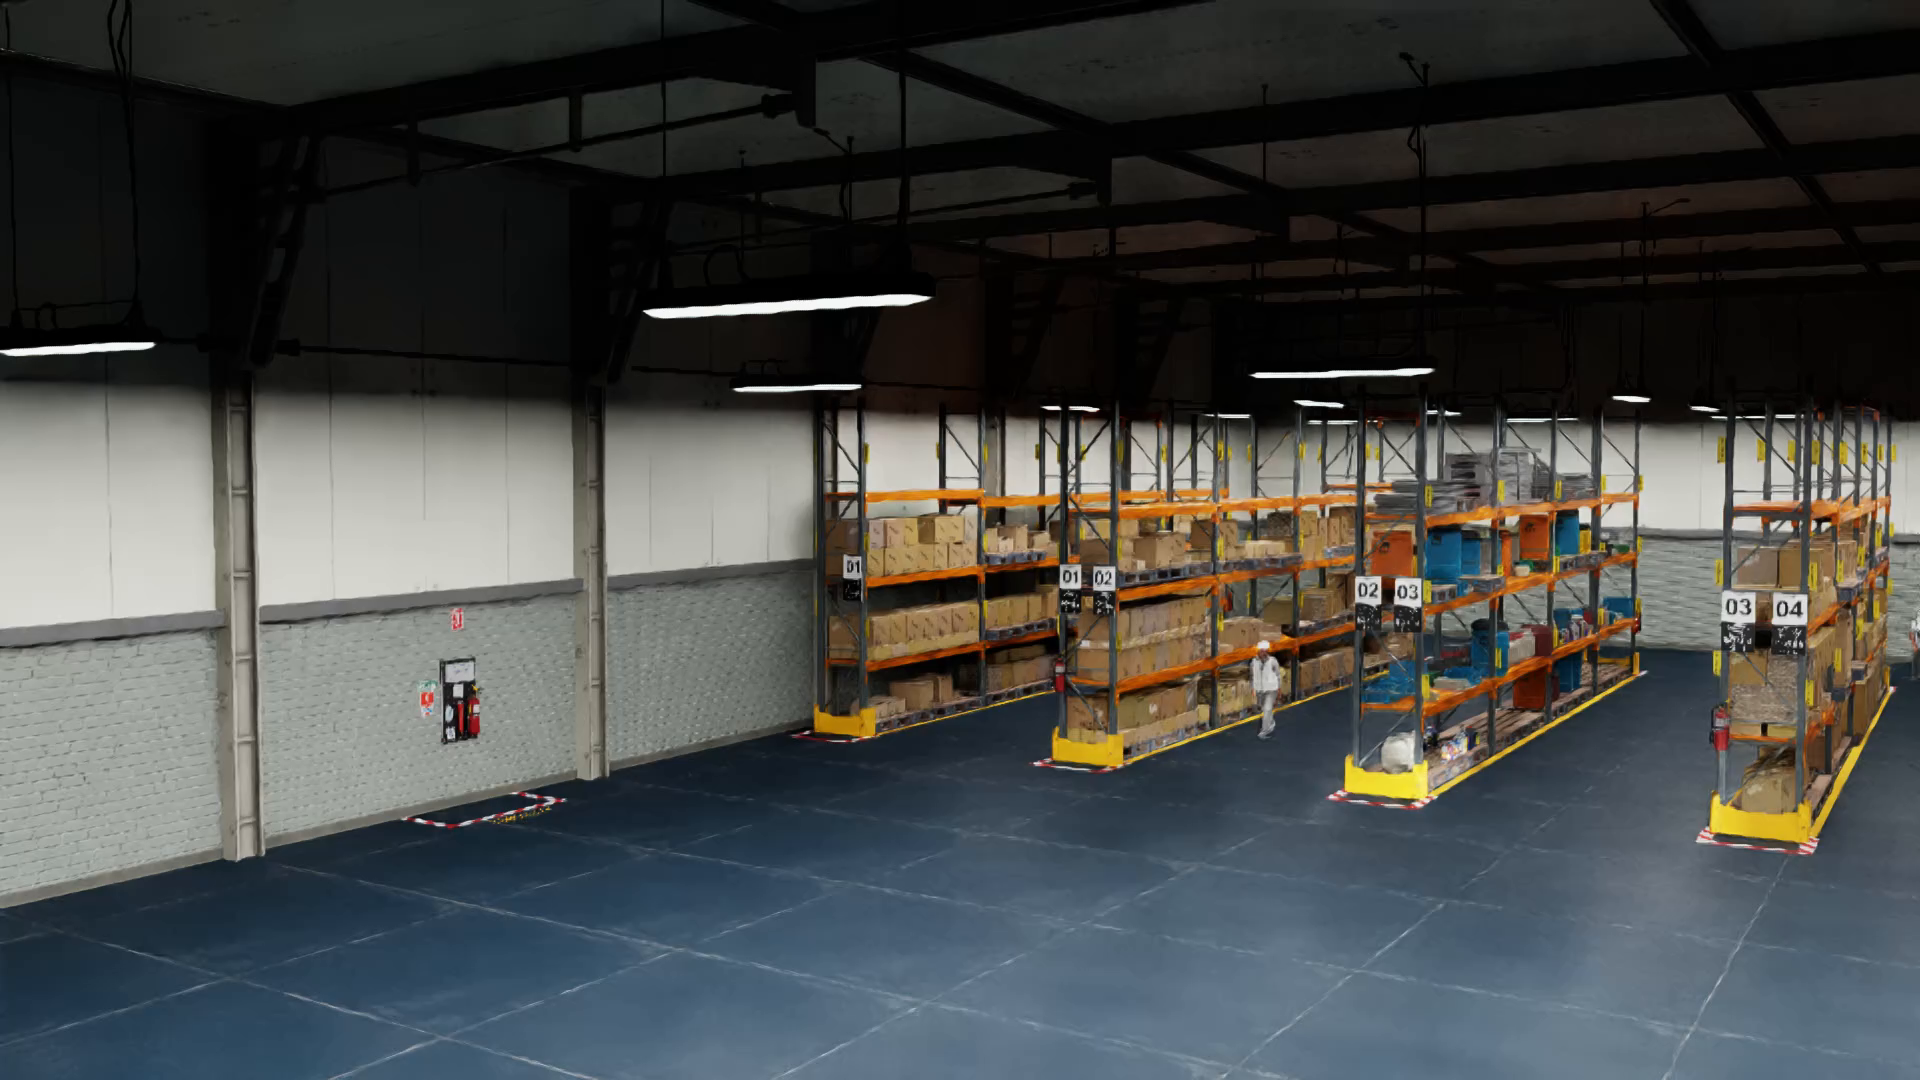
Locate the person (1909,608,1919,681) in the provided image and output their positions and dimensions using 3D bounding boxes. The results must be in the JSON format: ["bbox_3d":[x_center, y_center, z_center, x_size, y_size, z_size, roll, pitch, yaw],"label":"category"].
[{"bbox_3d":[20.814,2.254,35.919,0.562,1.684,1.100,1,3,23],"label":"person"}]

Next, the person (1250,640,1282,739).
[{"bbox_3d":[5.351,2.606,29.278,0.543,1.698,1.115,2,4,35],"label":"person"}]
